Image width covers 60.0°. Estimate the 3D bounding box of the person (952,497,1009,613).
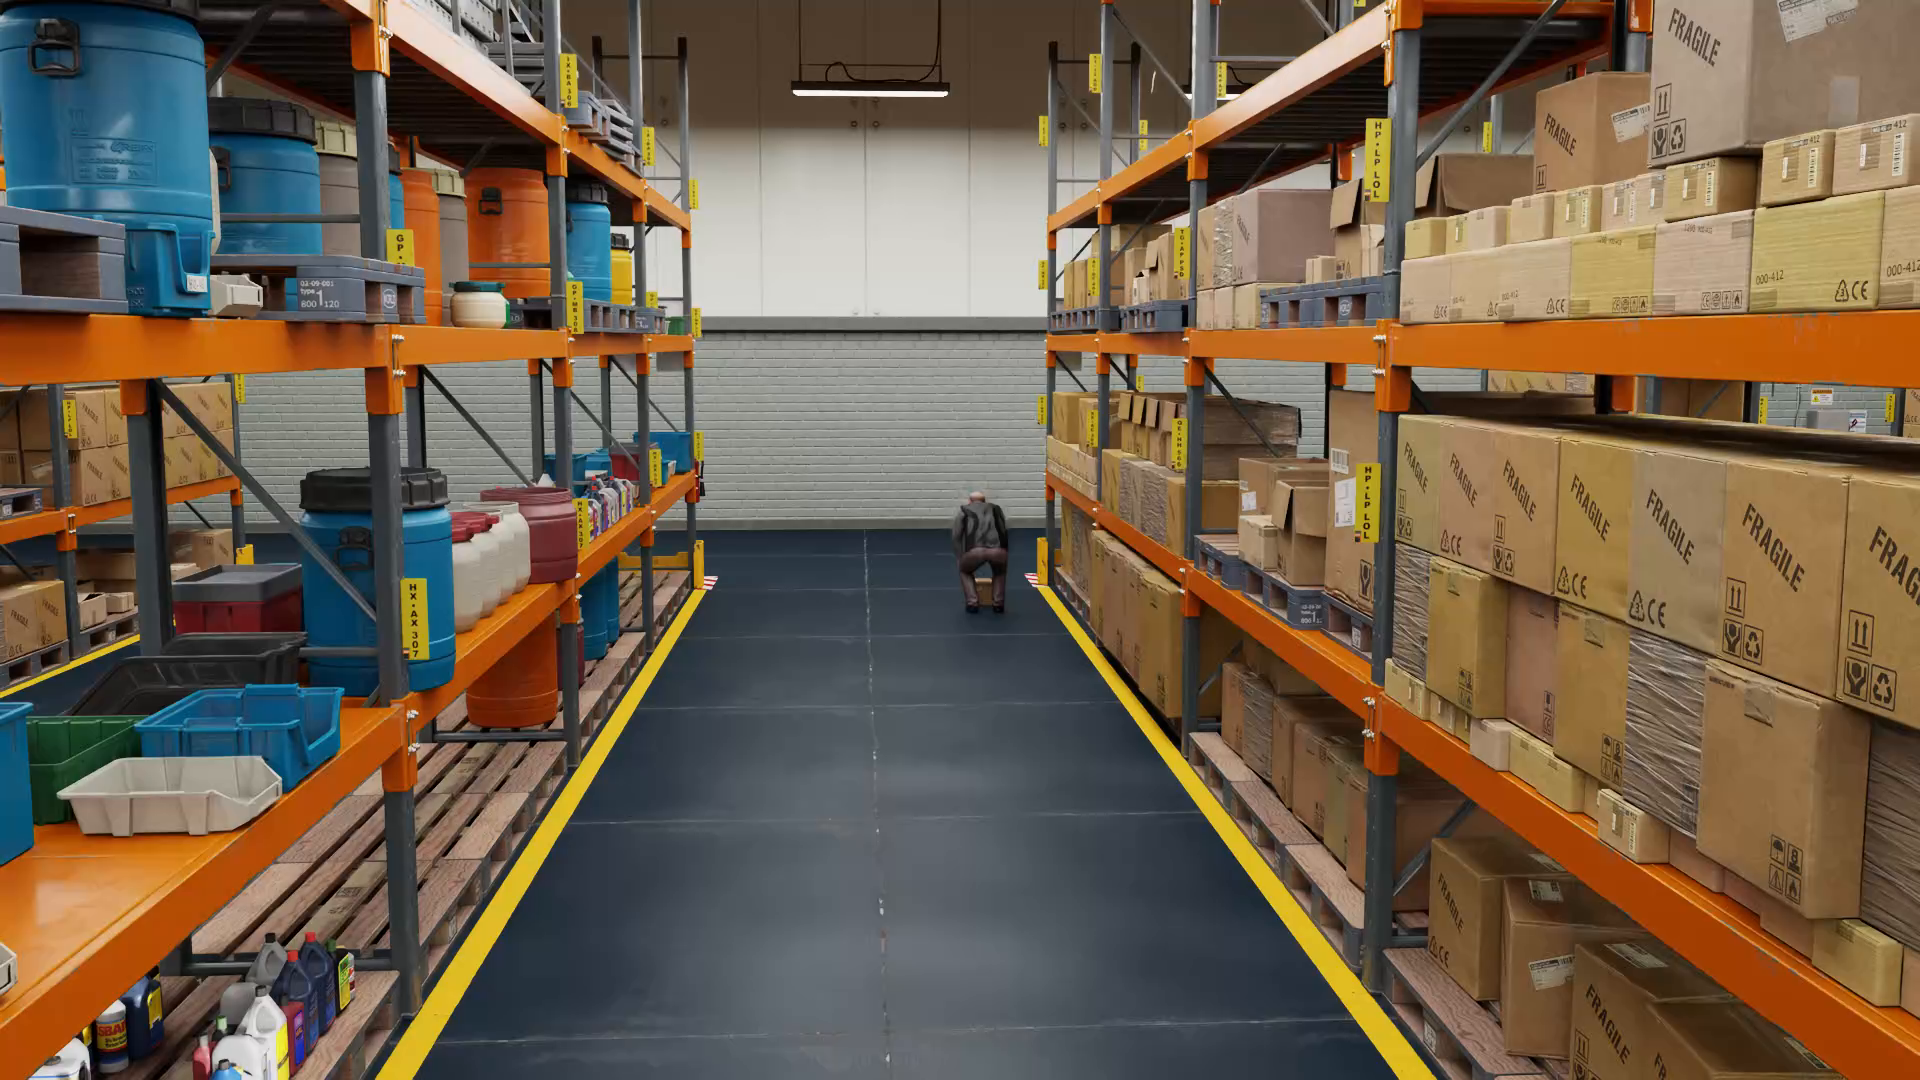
[{"bbox_3d":[0.210,0.193,17.054,0.568,1.056,0.823,0,7,-4],"label":"person"}]
